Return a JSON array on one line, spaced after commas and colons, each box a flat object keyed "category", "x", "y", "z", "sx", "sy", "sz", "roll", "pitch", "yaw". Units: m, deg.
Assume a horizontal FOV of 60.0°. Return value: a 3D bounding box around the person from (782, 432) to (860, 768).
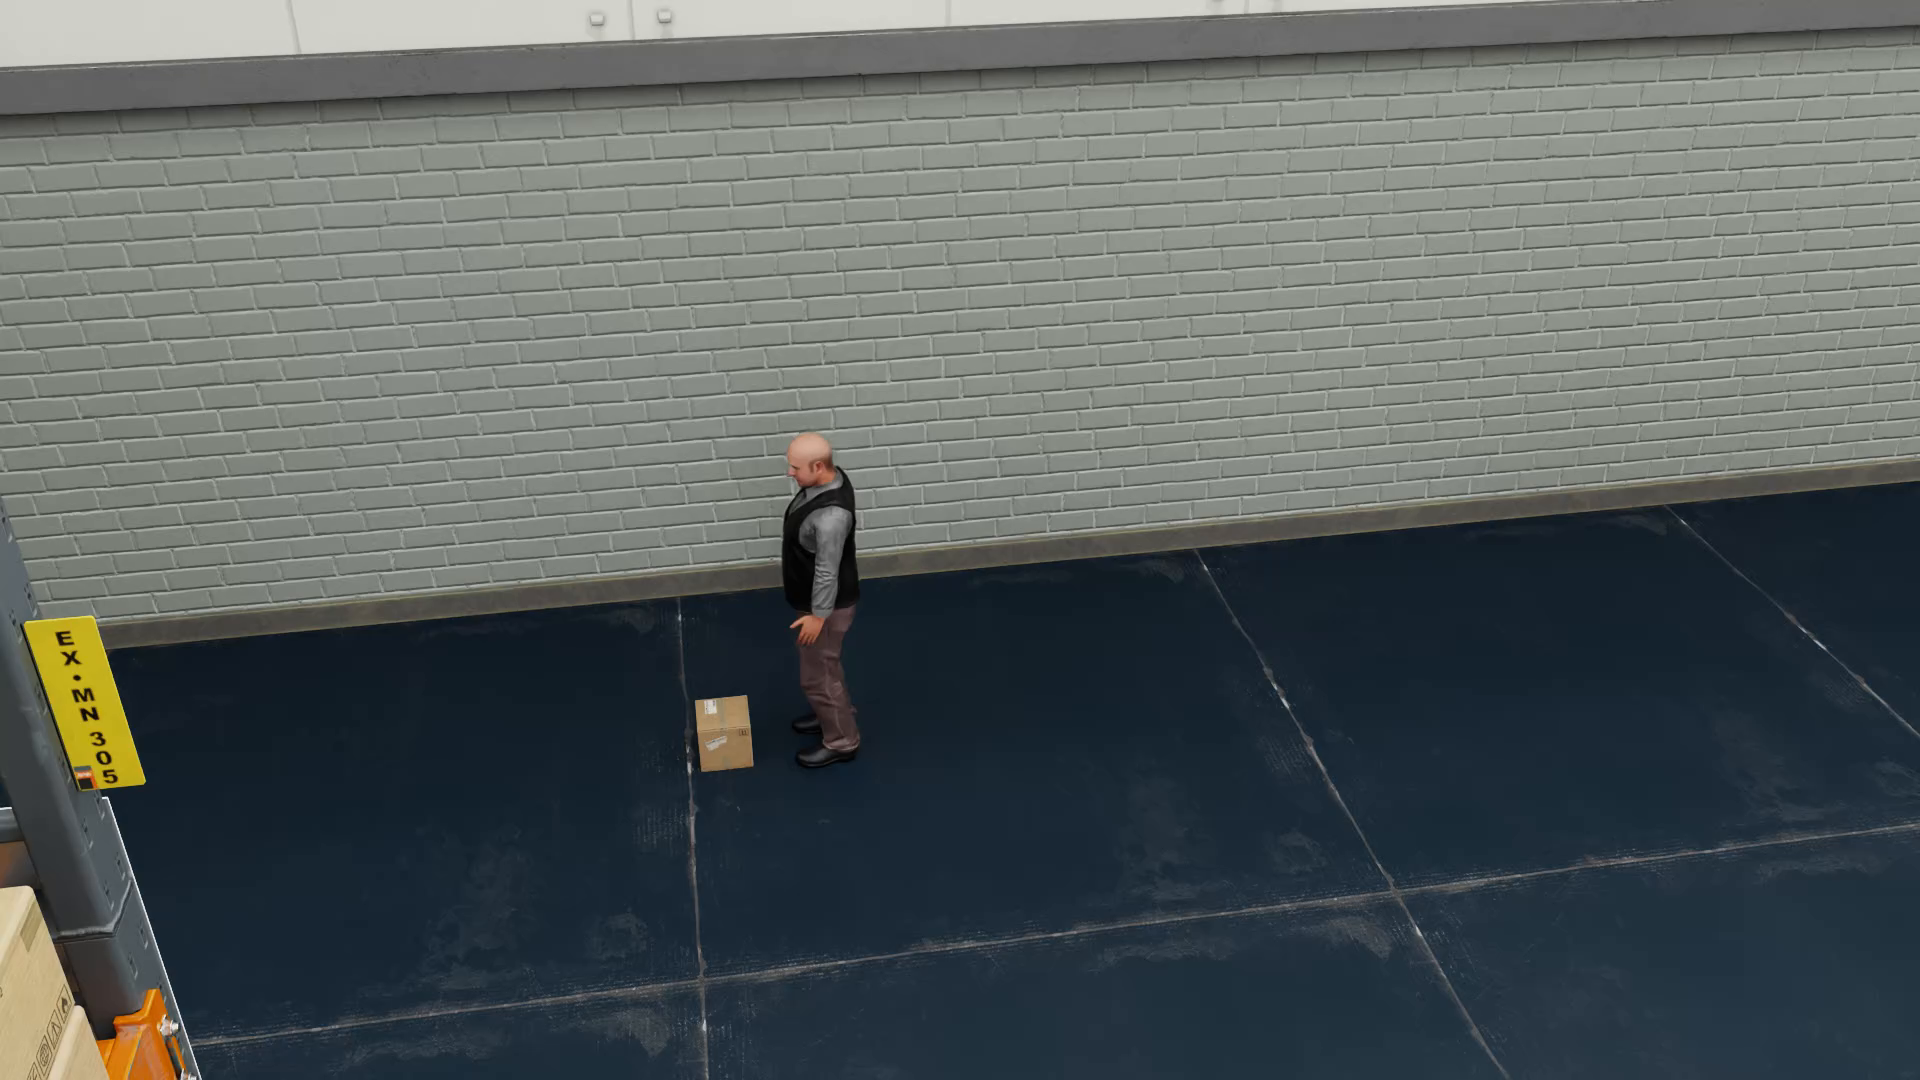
[{"category": "person", "x": -0.640, "y": 0.326, "z": 7.742, "sx": 0.353, "sy": 1.592, "sz": 0.535, "roll": -4, "pitch": 31, "yaw": -7}]
